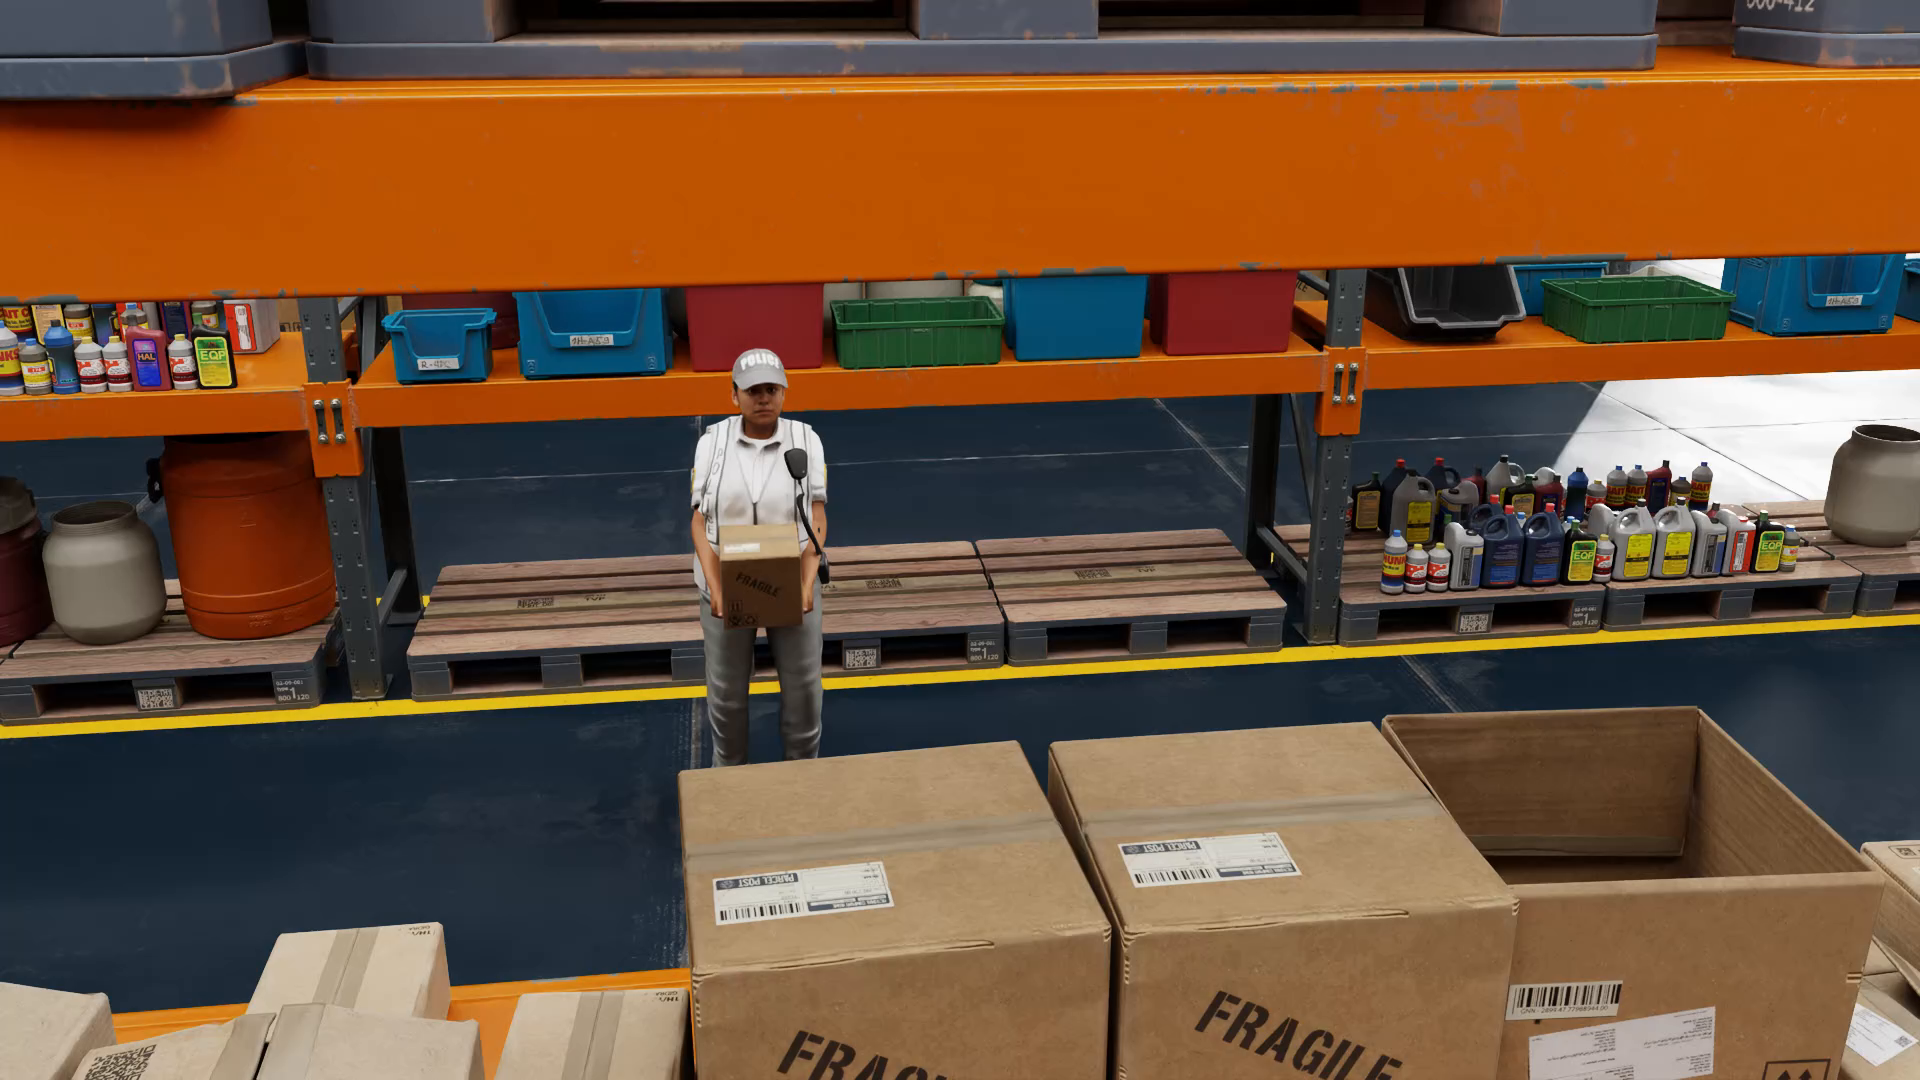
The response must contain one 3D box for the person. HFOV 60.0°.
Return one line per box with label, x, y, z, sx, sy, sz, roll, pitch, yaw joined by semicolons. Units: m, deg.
person;-0.653;0.202;5.535;0.453;1.653;0.534;-3;20;-8
